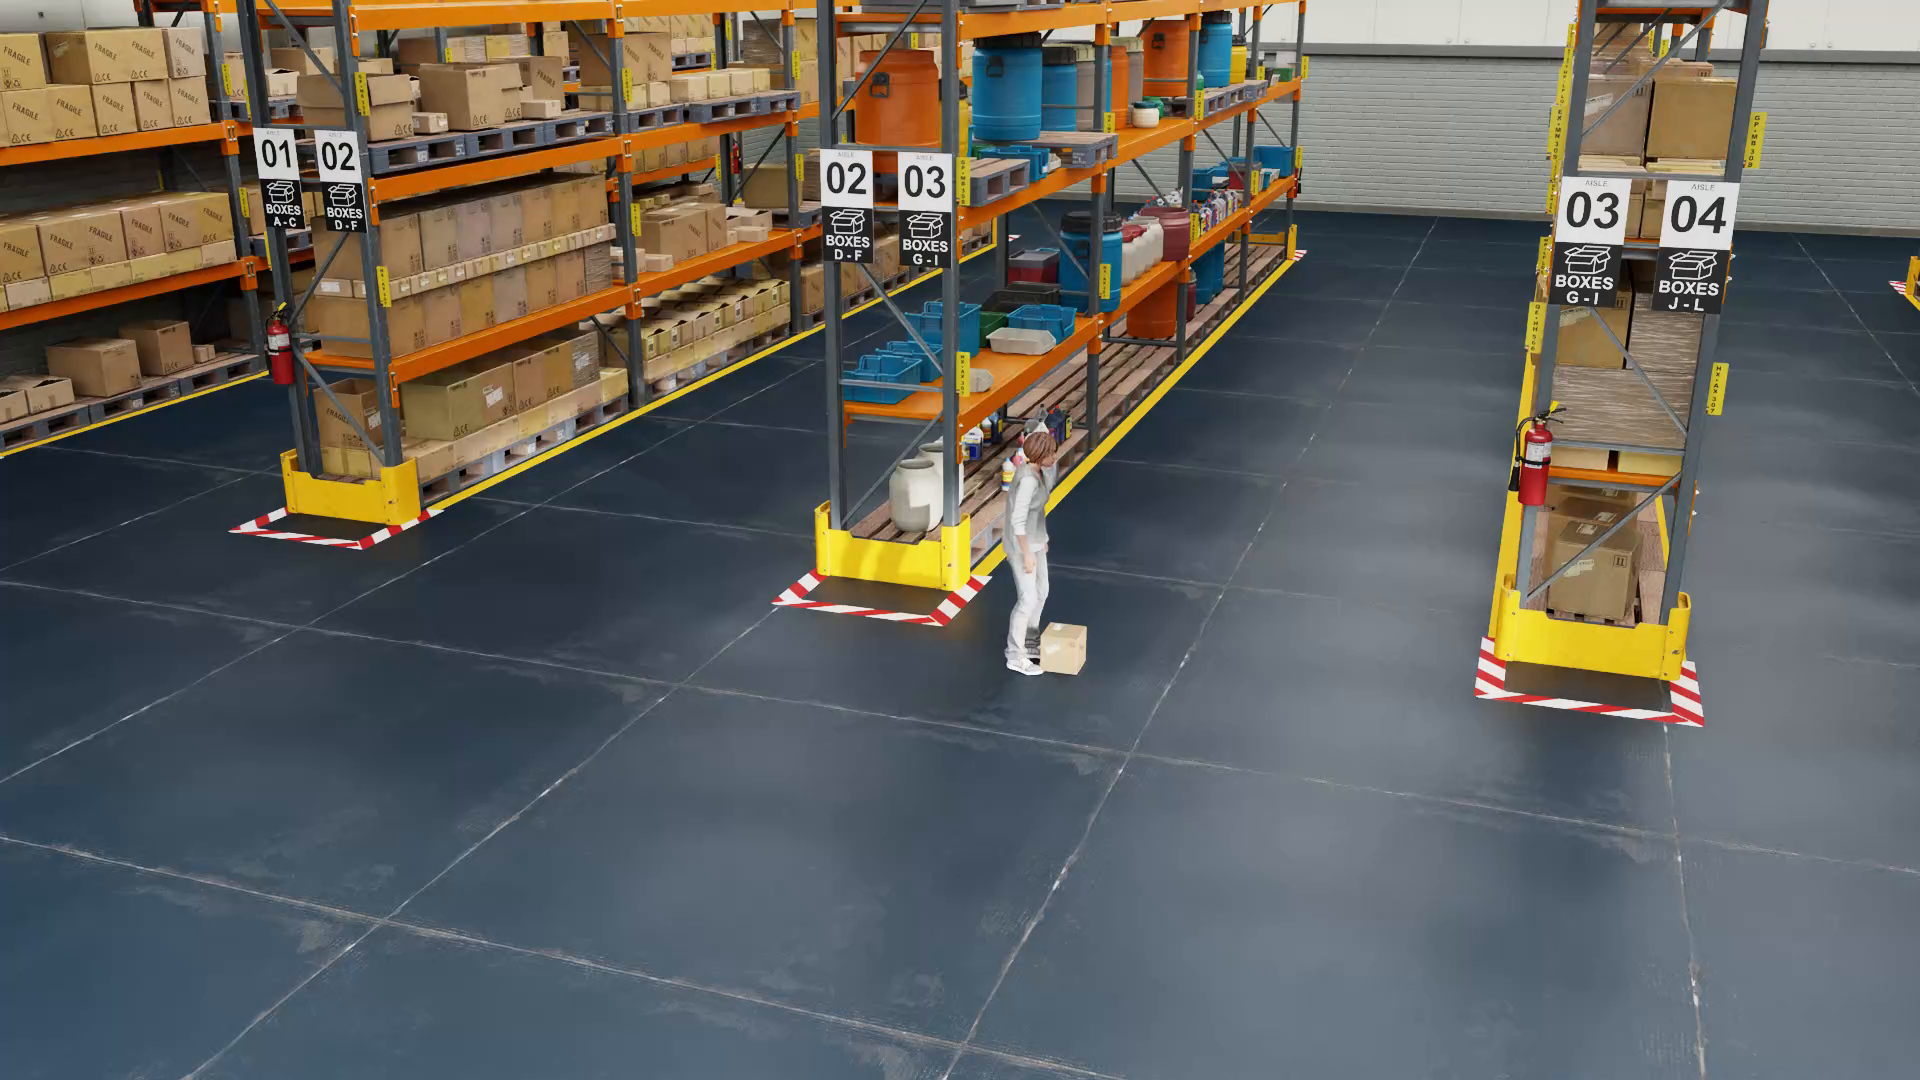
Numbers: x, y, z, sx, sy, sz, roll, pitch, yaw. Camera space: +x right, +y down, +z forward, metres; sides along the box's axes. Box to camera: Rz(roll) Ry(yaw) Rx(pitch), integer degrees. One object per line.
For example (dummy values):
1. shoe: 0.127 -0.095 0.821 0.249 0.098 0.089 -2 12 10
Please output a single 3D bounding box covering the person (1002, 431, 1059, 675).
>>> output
1. person: 0.468 0.062 10.899 0.369 1.594 0.482 6 20 16
